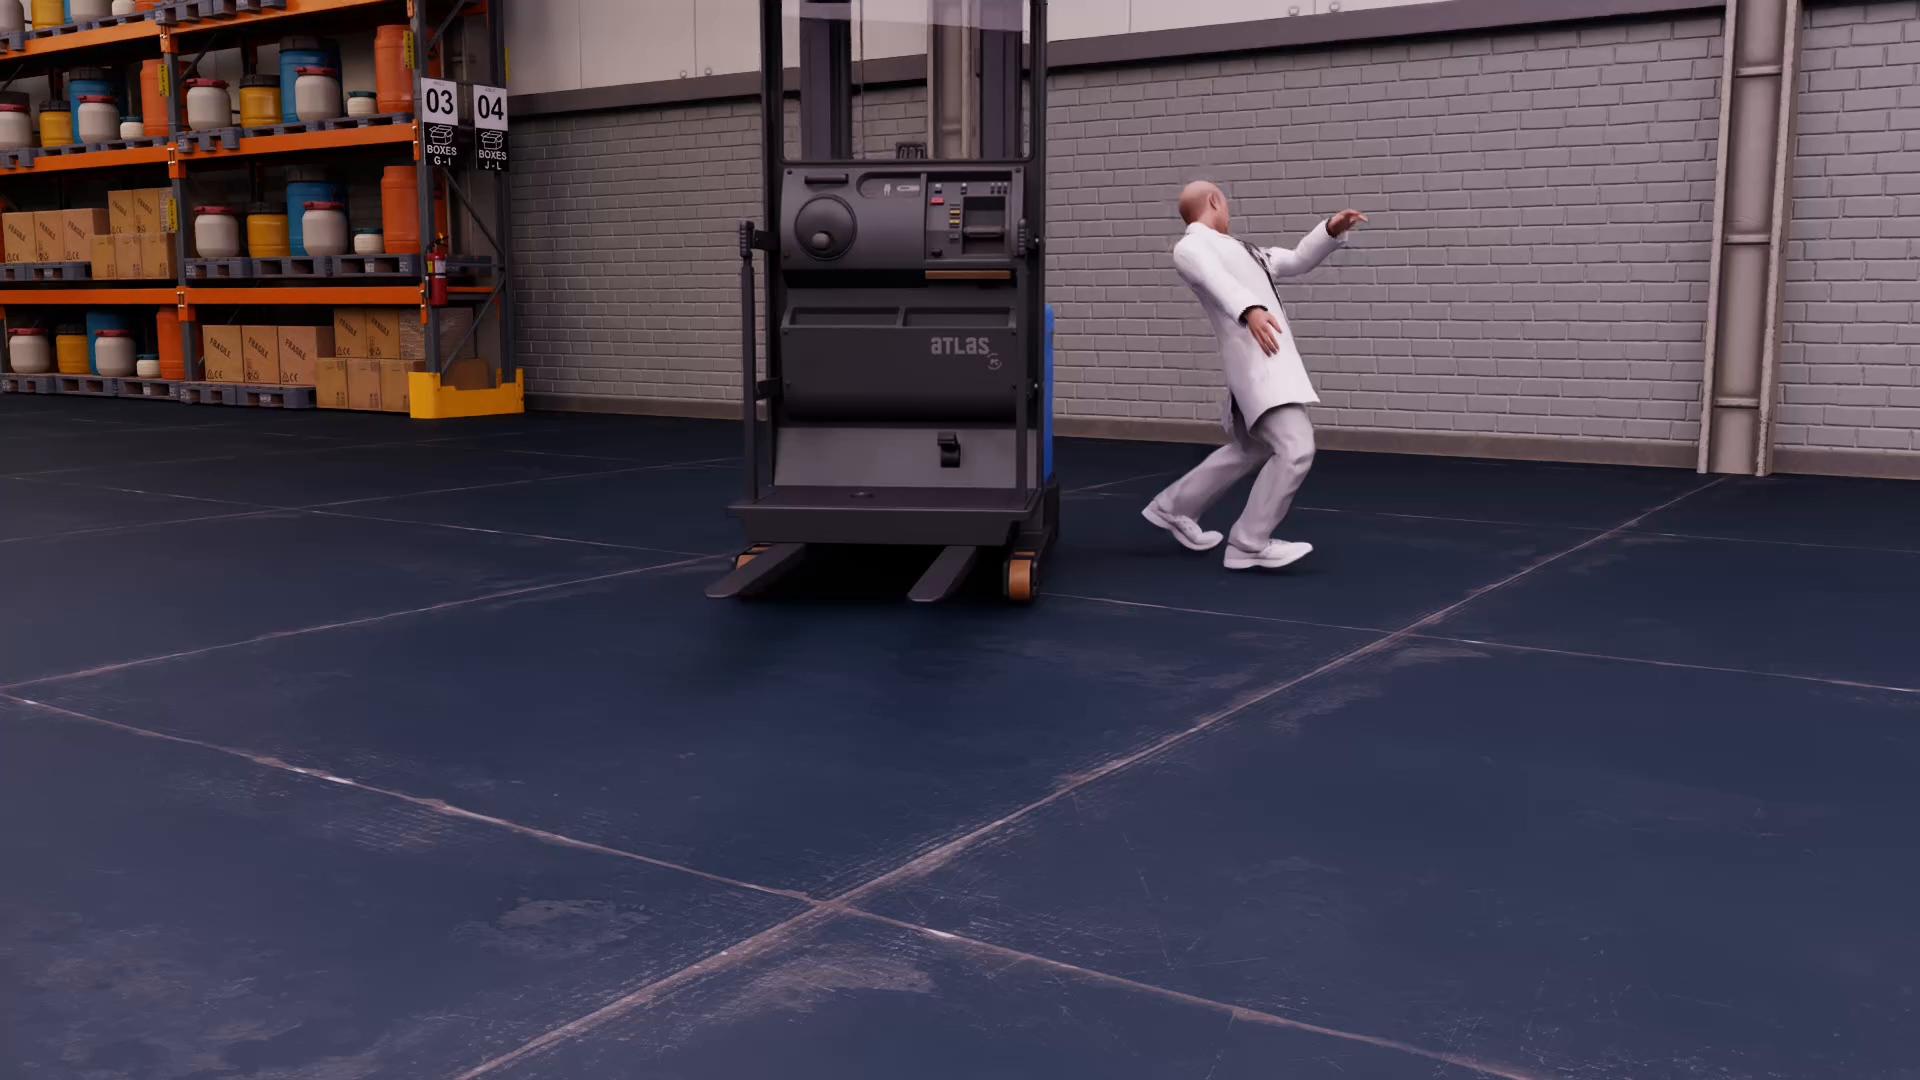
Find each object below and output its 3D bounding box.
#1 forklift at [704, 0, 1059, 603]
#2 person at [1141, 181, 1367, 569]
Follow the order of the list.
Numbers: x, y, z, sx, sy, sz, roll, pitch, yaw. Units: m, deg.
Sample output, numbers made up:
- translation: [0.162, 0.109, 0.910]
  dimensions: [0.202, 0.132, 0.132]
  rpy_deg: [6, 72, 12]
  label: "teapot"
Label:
- translation: [-0.243, -1.272, 6.136]
  dimensions: [1.130, 2.935, 3.031]
  rpy_deg: [1, 8, 6]
  label: "forklift"
- translation: [1.157, -0.660, 6.651]
  dimensions: [0.886, 1.546, 0.990]
  rpy_deg: [1, 8, 9]
  label: "person"
